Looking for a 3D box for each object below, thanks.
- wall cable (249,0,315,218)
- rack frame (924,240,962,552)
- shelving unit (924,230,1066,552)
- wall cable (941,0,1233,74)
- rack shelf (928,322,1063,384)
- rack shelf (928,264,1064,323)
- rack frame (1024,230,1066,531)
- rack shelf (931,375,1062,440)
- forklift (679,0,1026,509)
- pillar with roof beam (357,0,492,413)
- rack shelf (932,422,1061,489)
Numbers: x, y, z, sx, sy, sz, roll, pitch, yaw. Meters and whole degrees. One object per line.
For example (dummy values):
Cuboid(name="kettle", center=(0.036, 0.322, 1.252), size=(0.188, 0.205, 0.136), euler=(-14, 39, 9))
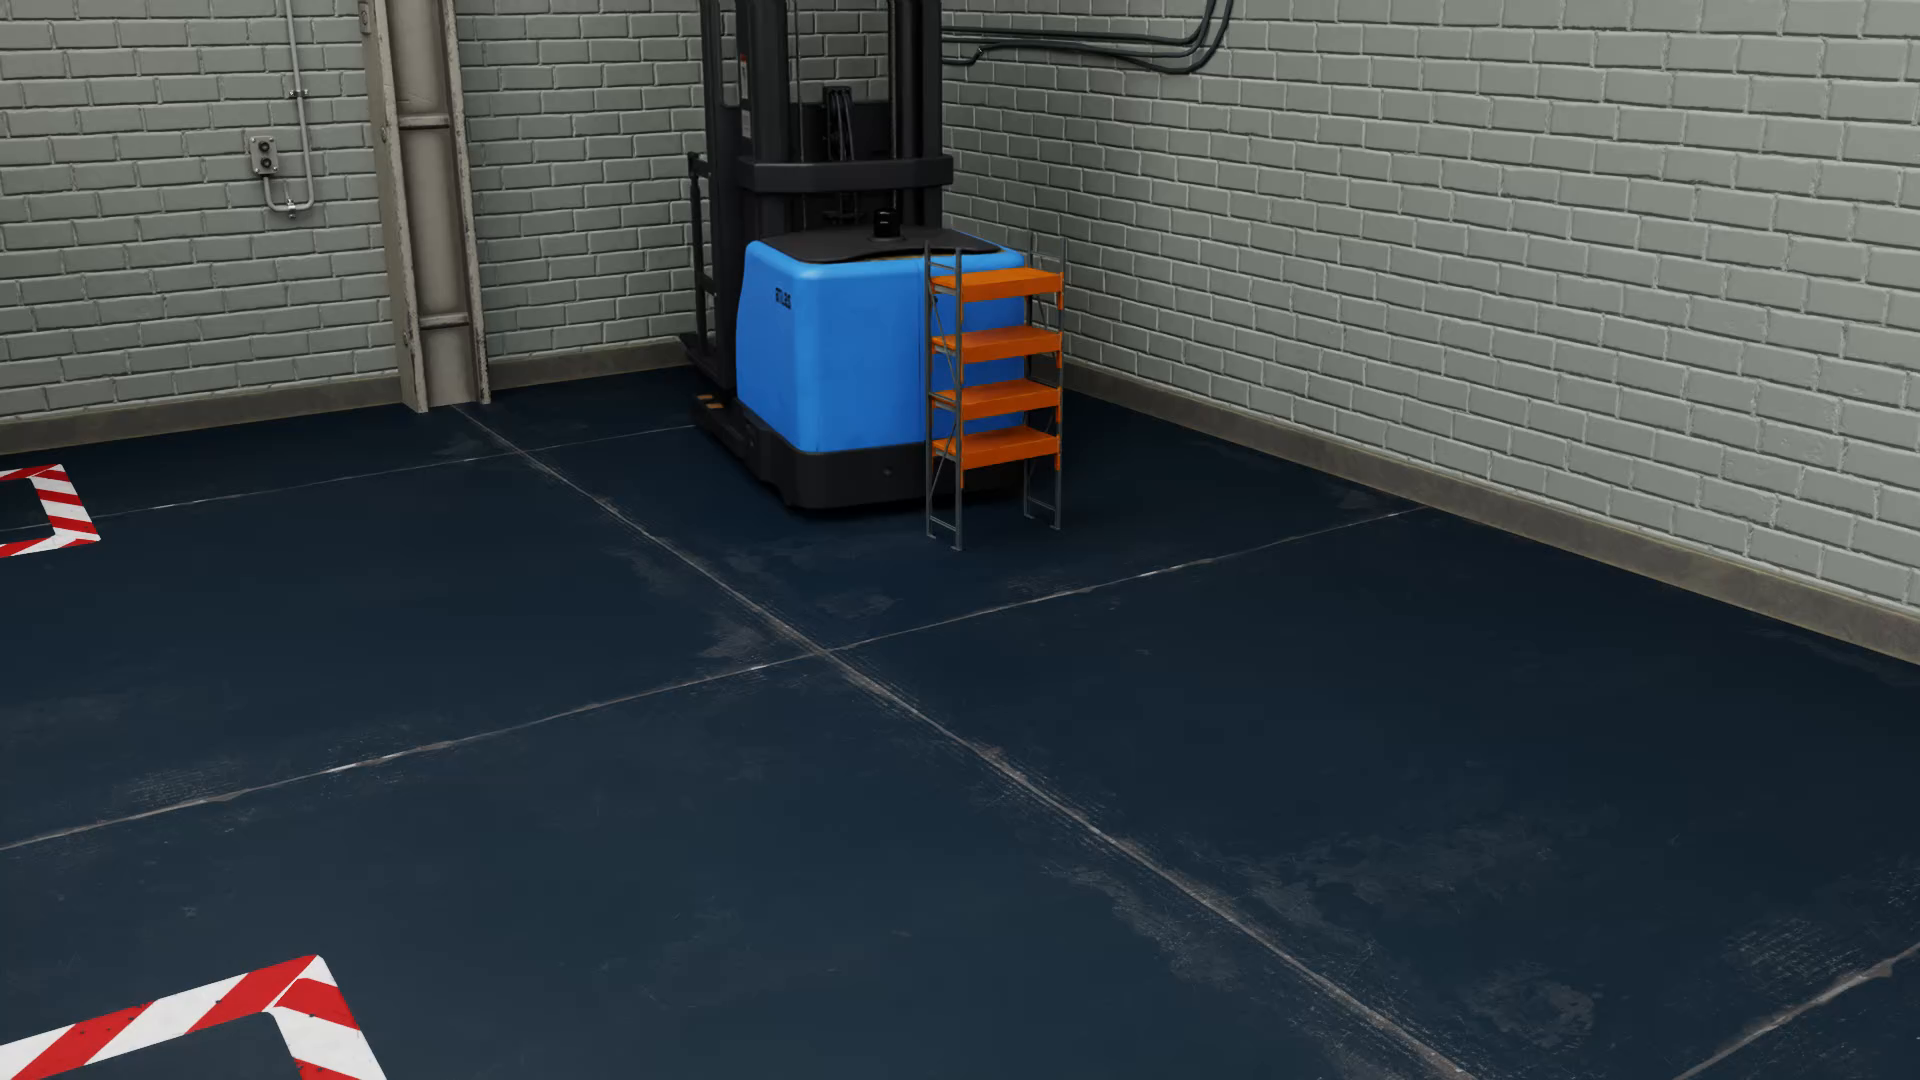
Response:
Cuboid(name="wall cable", center=(-3.990, -2.416, 7.621), size=(1.851, 1.984, 0.084), euler=(-12, 22, -31))
Cuboid(name="rack frame", center=(-0.066, -0.555, 6.512), size=(0.015, 1.200, 0.240), euler=(-12, 22, -31))
Cuboid(name="shelving unit", center=(0.138, -0.598, 6.639), size=(0.503, 1.200, 0.258), euler=(-12, 22, -31))
Cuboid(name="wall cable", center=(0.381, -3.728, 8.568), size=(0.112, 2.526, 3.097), euler=(-12, 22, -31))
Cuboid(name="rack shelf", center=(0.138, -0.746, 6.589), size=(0.480, 0.148, 0.258), euler=(-12, 22, -31))
Cuboid(name="rack shelf", center=(0.138, -0.970, 6.513), size=(0.480, 0.148, 0.258), euler=(-12, 22, -31))
Cuboid(name="rack frame", center=(0.342, -0.641, 6.766), size=(0.015, 1.200, 0.240), euler=(-12, 22, -31))
Cuboid(name="rack shelf", center=(0.138, -0.534, 6.660), size=(0.480, 0.148, 0.258), euler=(-12, 22, -31))
Cuboid(name="forklift", center=(-0.729, -1.949, 7.935), size=(1.130, 2.935, 3.031), euler=(-7, 20, -21))
Cuboid(name="pillar with roof beam", center=(-0.392, -3.853, 4.092), size=(0.400, 9.000, 9.100), euler=(-12, 22, -31))
Cuboid(name="rack shelf", center=(0.138, -0.346, 6.724), size=(0.480, 0.148, 0.258), euler=(-12, 22, -31))
